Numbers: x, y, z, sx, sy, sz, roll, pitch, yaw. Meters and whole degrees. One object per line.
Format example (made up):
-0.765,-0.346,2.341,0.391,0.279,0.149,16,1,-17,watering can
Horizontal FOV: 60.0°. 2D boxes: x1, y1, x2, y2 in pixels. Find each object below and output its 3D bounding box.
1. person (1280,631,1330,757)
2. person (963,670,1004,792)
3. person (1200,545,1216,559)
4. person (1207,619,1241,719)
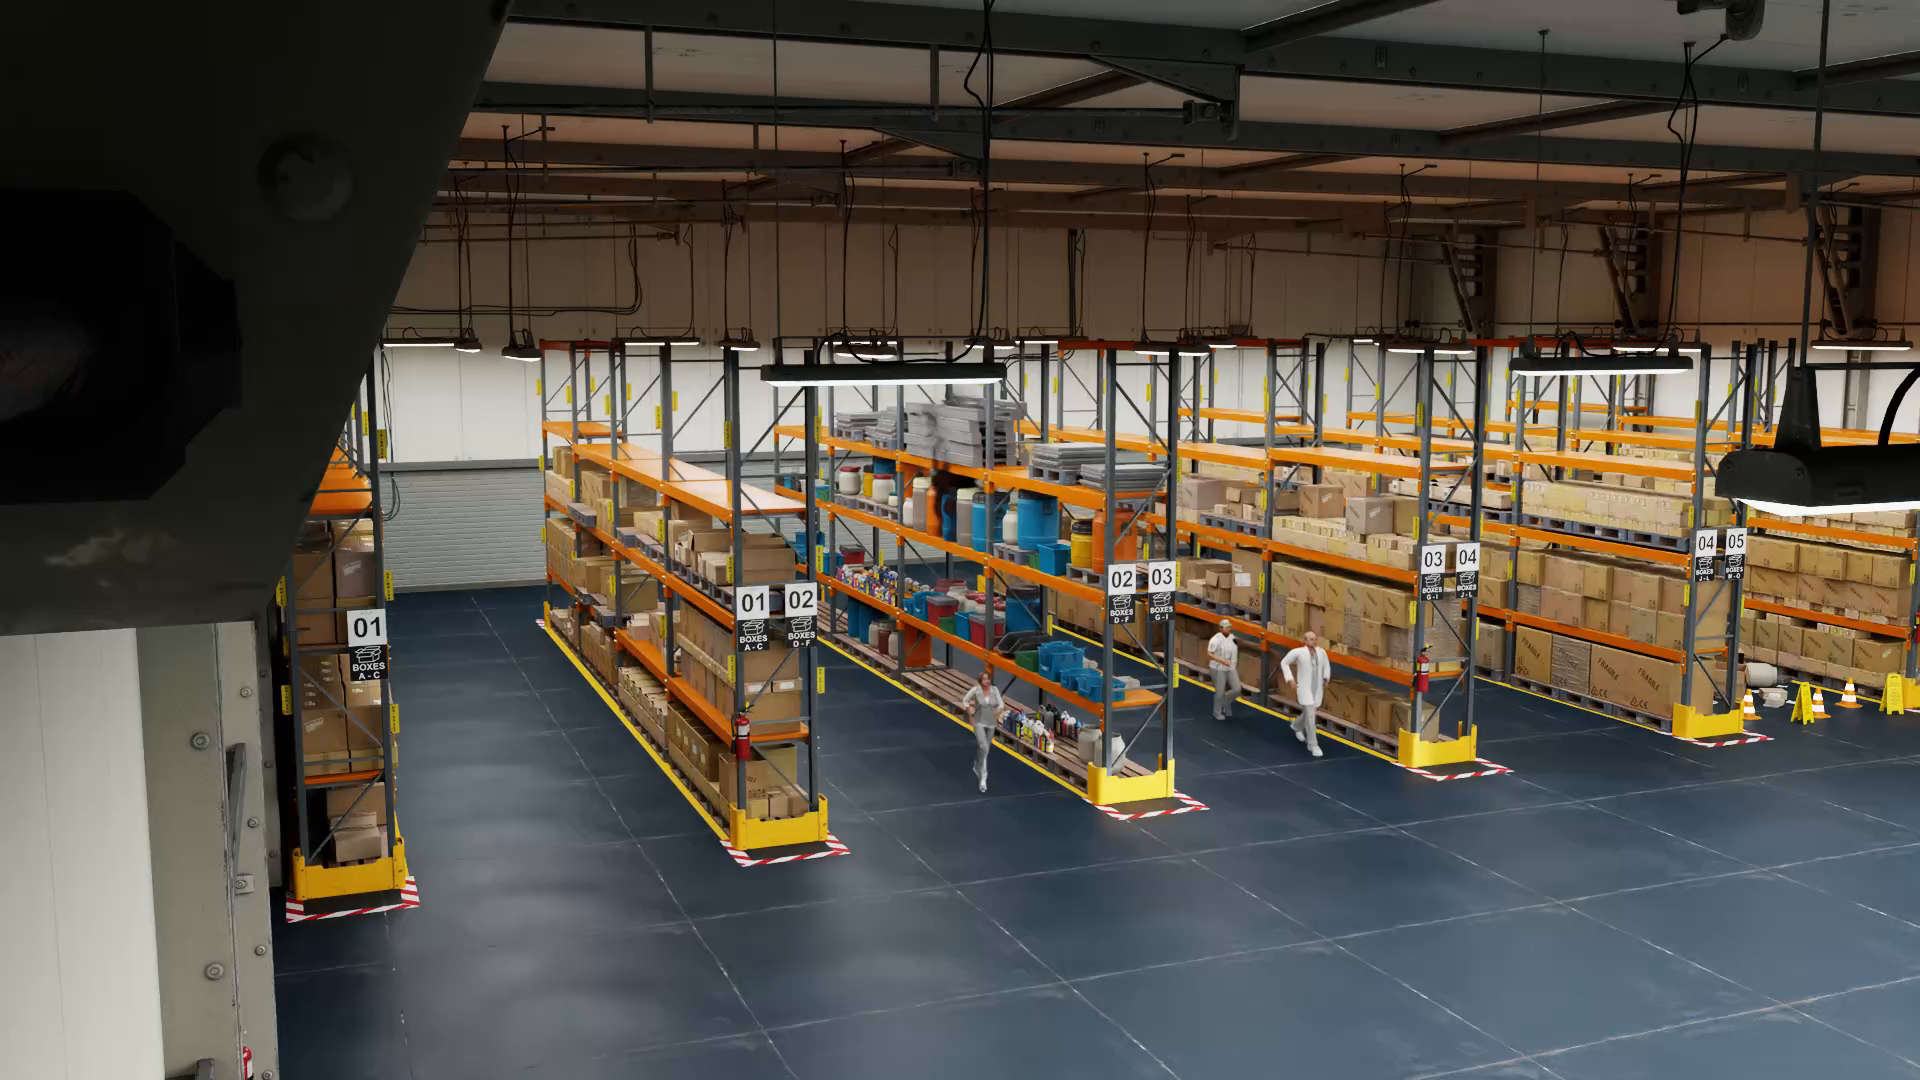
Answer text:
5.181,2.242,24.757,0.732,1.796,1.006,-3,8,-19,person
0.335,2.576,22.842,0.530,1.637,0.730,-3,8,-21,person
6.160,0.104,41.839,0.809,1.575,0.571,5,9,34,person
4.237,2.071,26.565,0.603,1.628,0.573,-3,8,-23,person
